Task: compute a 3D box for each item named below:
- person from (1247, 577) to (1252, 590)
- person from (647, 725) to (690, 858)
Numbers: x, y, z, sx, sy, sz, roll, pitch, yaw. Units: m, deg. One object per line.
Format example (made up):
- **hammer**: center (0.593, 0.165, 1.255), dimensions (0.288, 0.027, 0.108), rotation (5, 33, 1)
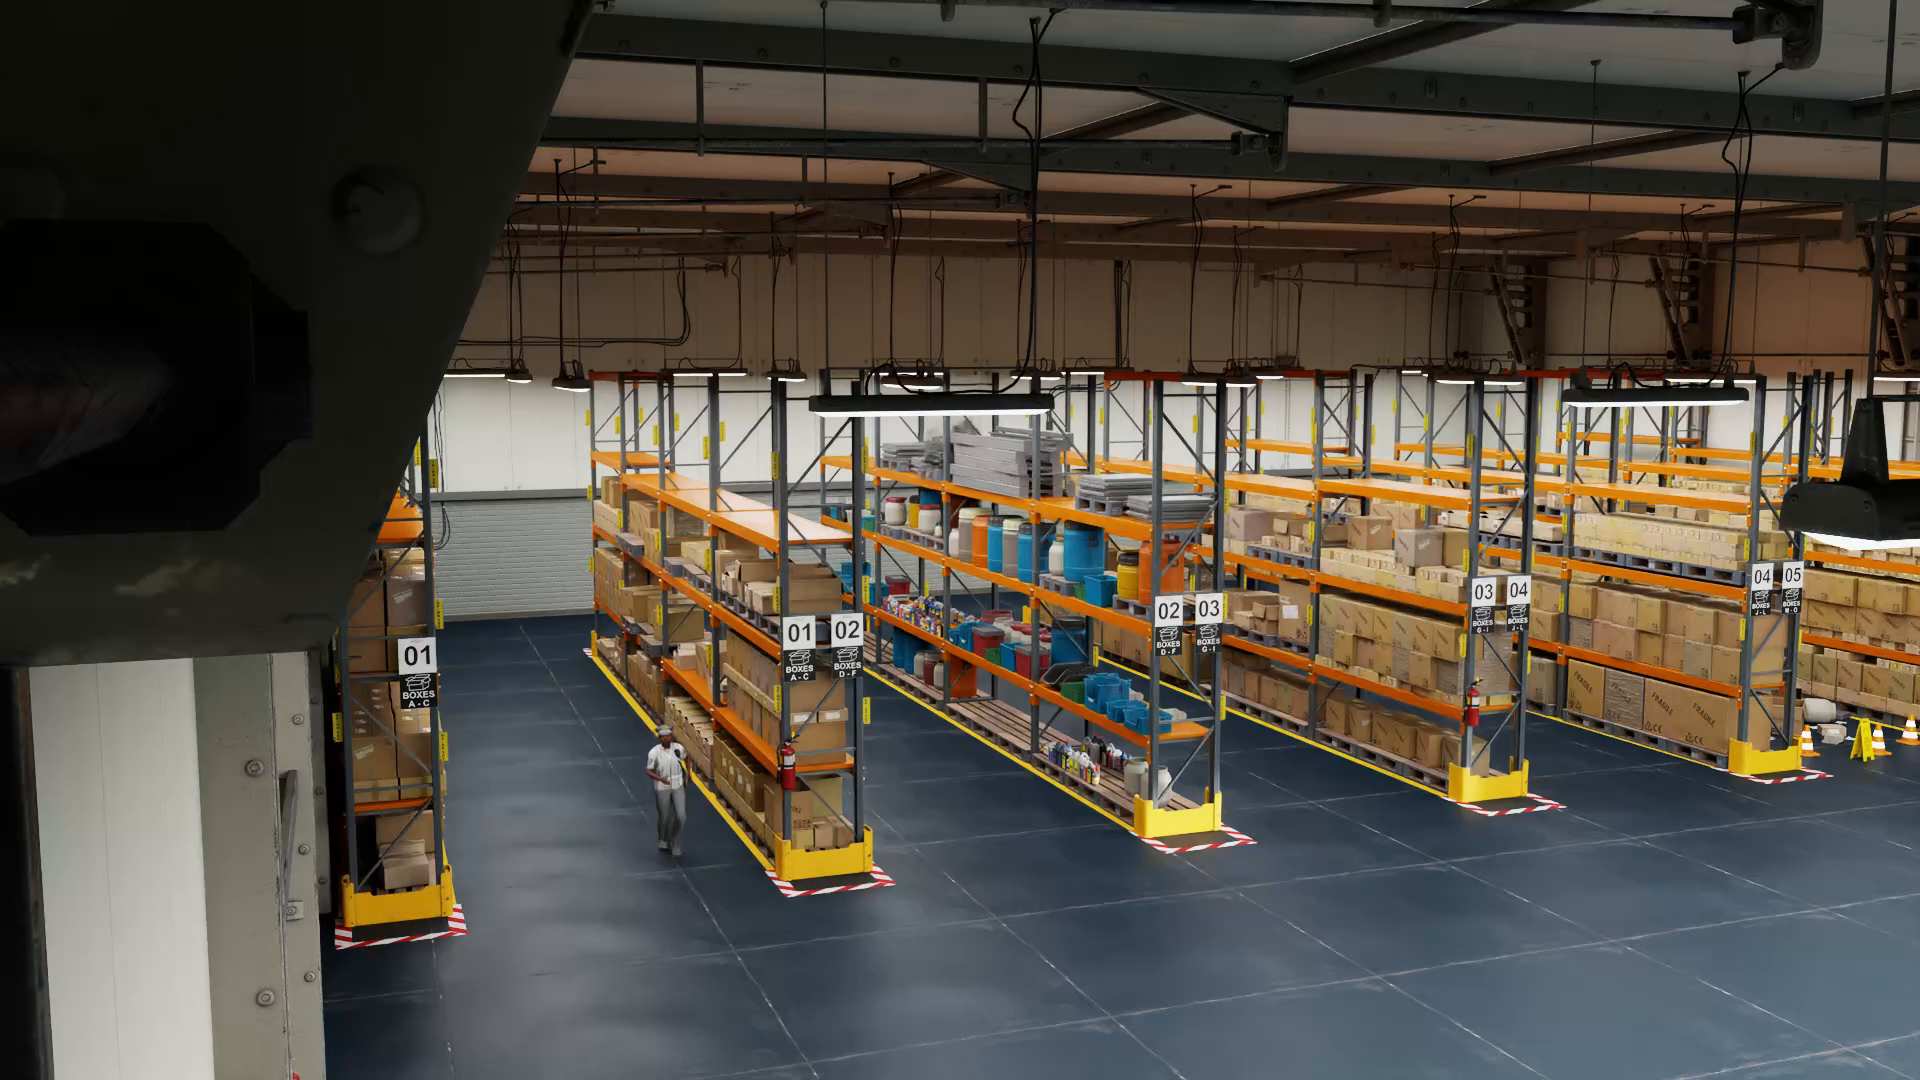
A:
- **person**: center (7.289, 0.909, 41.787), dimensions (1.046, 1.491, 0.717), rotation (4, 8, 34)
- **person**: center (-3.673, 3.167, 21.076), dimensions (0.582, 1.704, 0.703), rotation (-2, 7, -18)
